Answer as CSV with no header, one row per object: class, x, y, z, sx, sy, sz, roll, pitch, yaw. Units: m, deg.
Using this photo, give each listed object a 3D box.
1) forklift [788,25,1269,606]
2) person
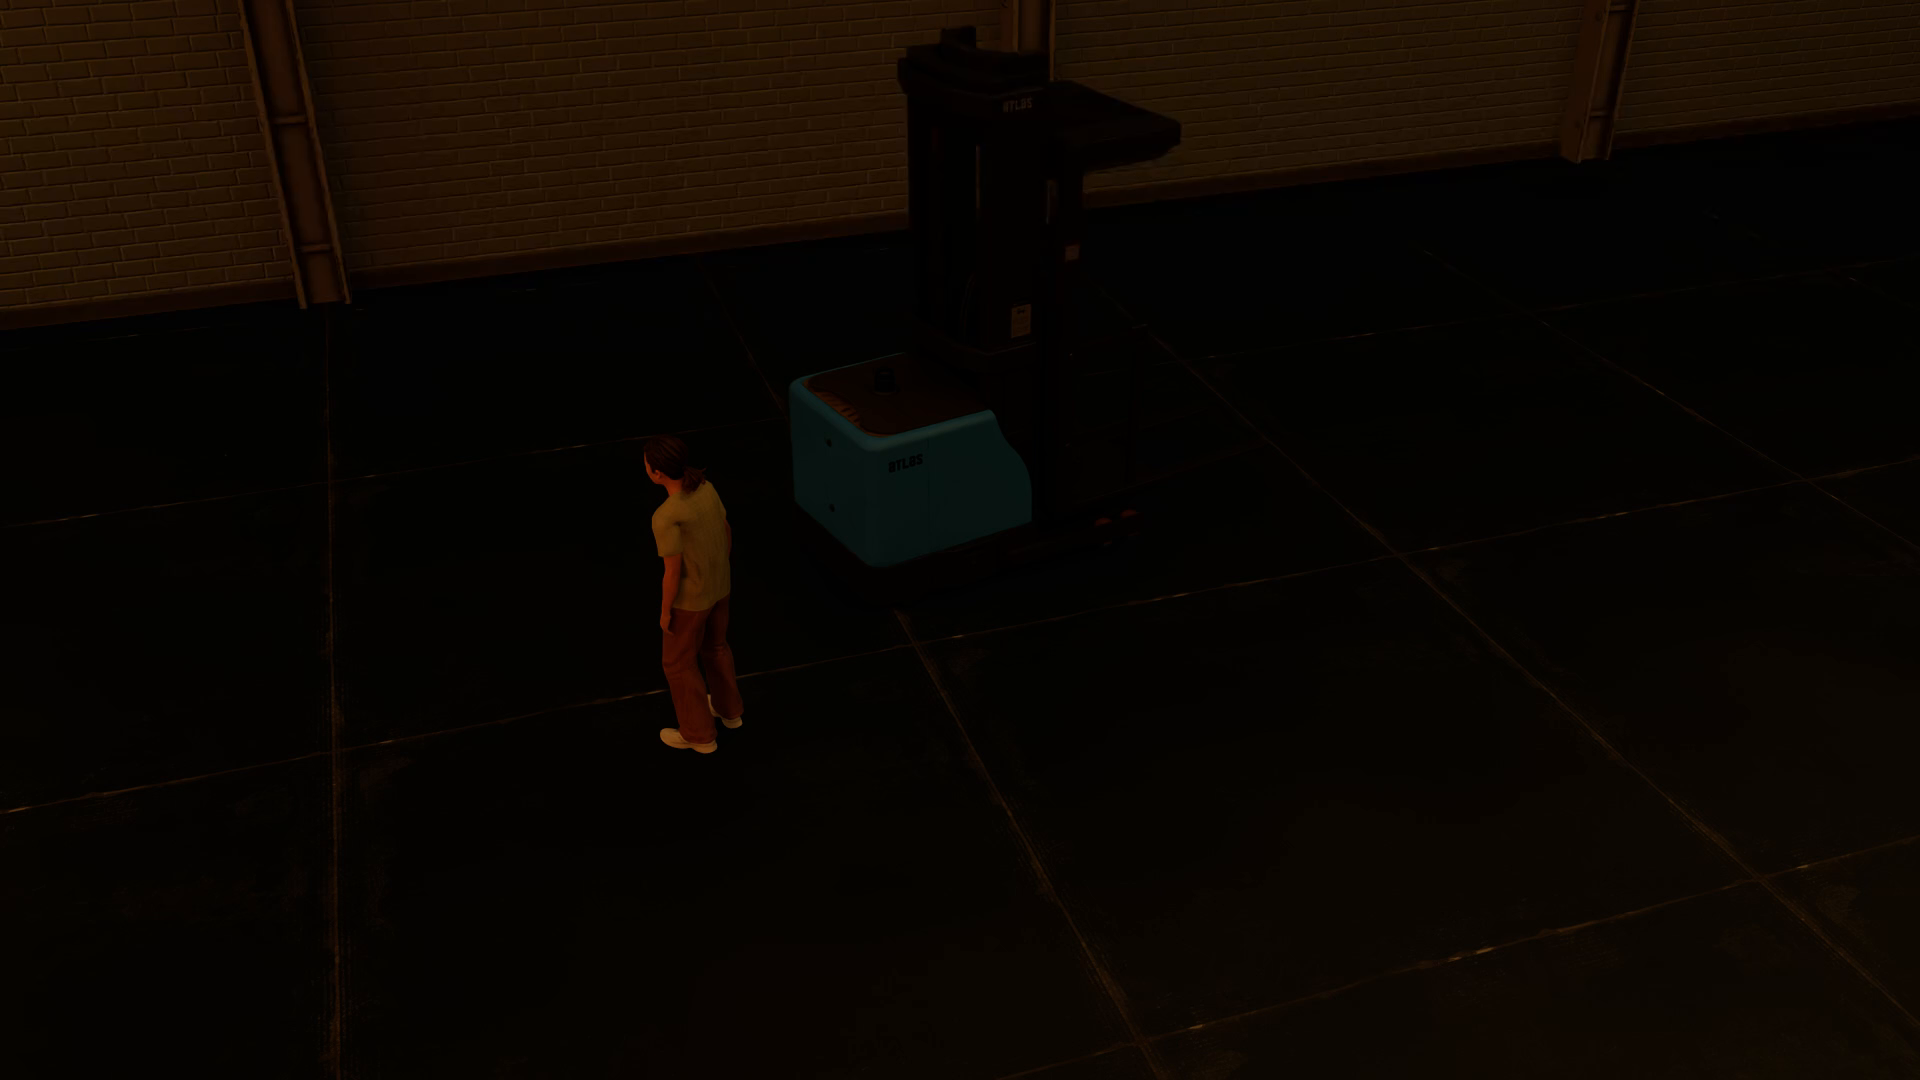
forklift,0.526,-1.443,9.594,3.031,2.935,1.130,-17,34,-27
person,-1.276,0.256,7.907,0.359,1.671,0.509,15,33,25
